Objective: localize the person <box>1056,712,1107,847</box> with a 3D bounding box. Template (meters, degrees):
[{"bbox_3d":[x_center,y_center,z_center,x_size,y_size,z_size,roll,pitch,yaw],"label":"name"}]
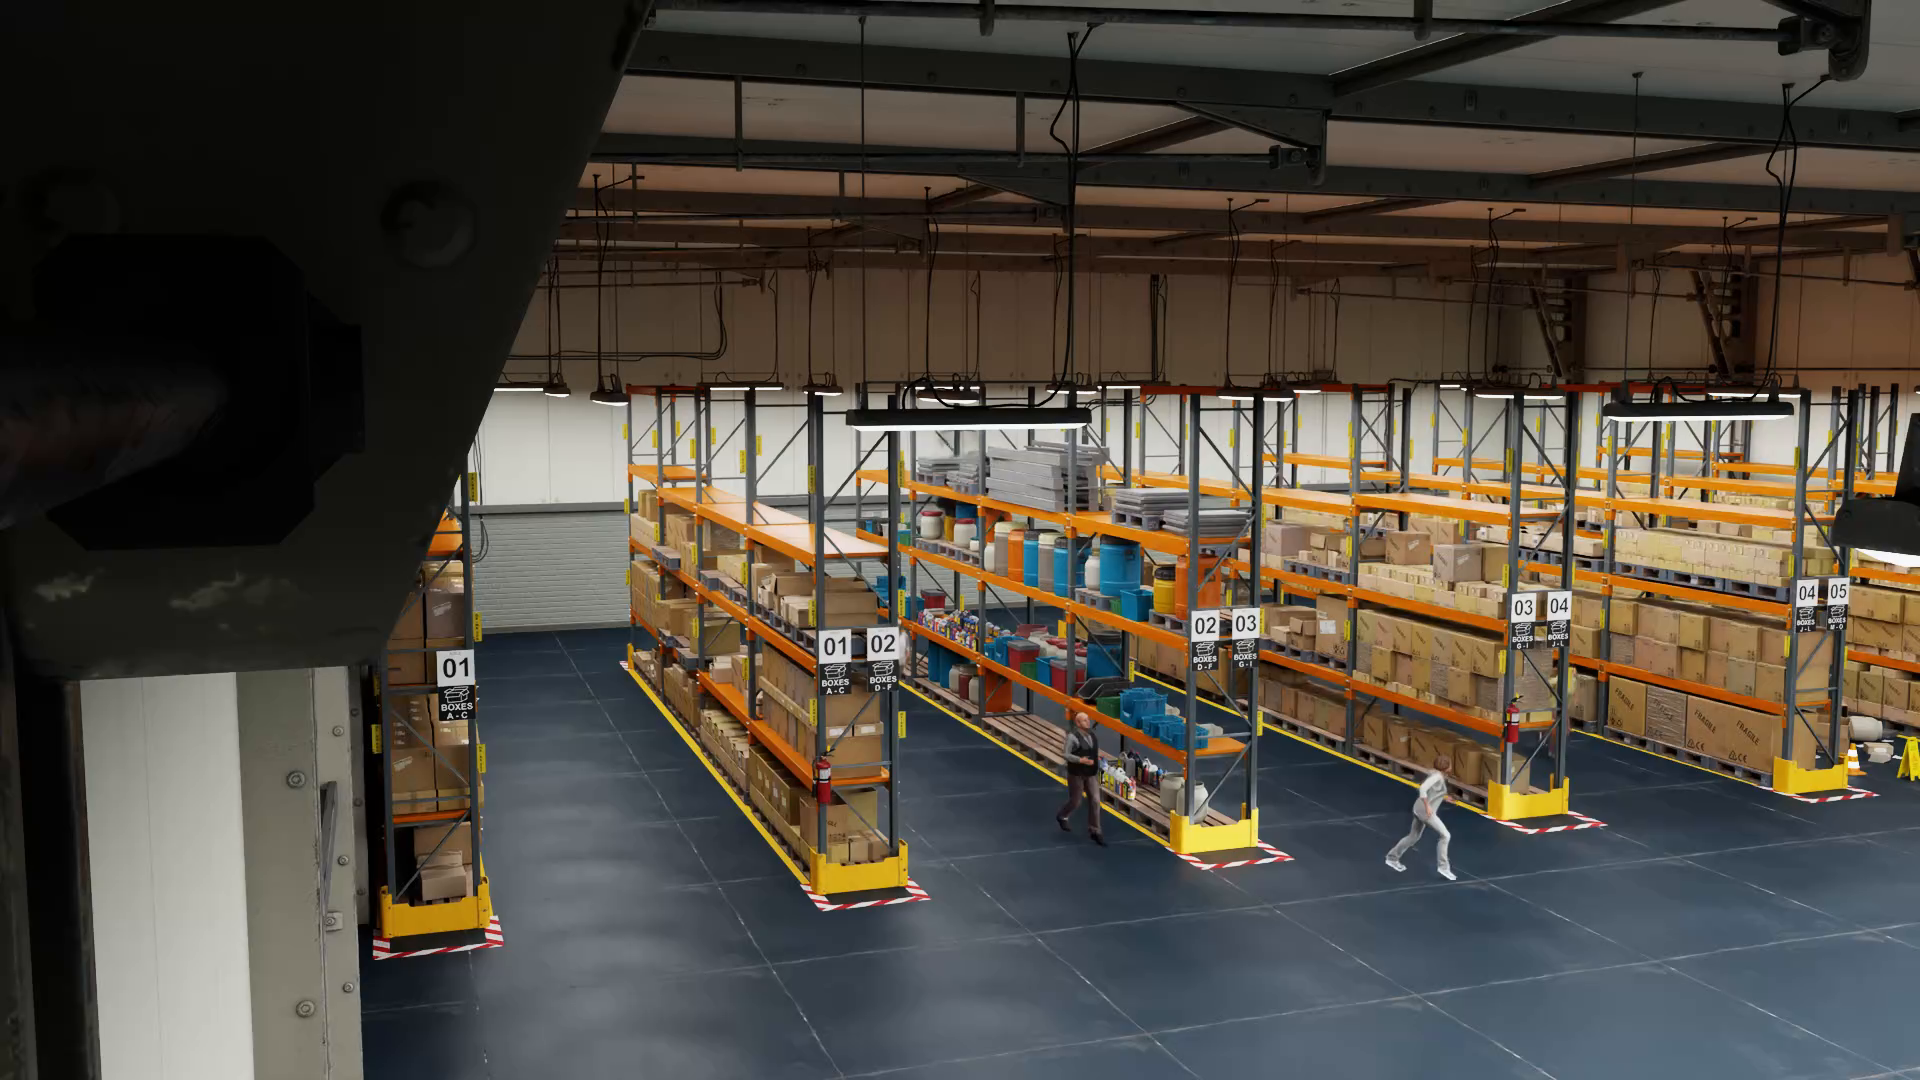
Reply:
[{"bbox_3d":[1.623,3.170,22.297,0.660,1.746,0.925,-4,7,-33],"label":"person"}]

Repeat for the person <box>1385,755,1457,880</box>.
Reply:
[{"bbox_3d":[5.738,3.431,20.637,0.864,1.576,0.529,1,6,8],"label":"person"}]

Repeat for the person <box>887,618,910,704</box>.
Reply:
[{"bbox_3d":[-1.216,2.306,30.739,0.596,1.823,0.874,-3,7,-27],"label":"person"}]

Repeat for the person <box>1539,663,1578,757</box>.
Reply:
[{"bbox_3d":[9.739,2.764,27.083,0.573,1.602,0.705,-3,7,-28],"label":"person"}]
